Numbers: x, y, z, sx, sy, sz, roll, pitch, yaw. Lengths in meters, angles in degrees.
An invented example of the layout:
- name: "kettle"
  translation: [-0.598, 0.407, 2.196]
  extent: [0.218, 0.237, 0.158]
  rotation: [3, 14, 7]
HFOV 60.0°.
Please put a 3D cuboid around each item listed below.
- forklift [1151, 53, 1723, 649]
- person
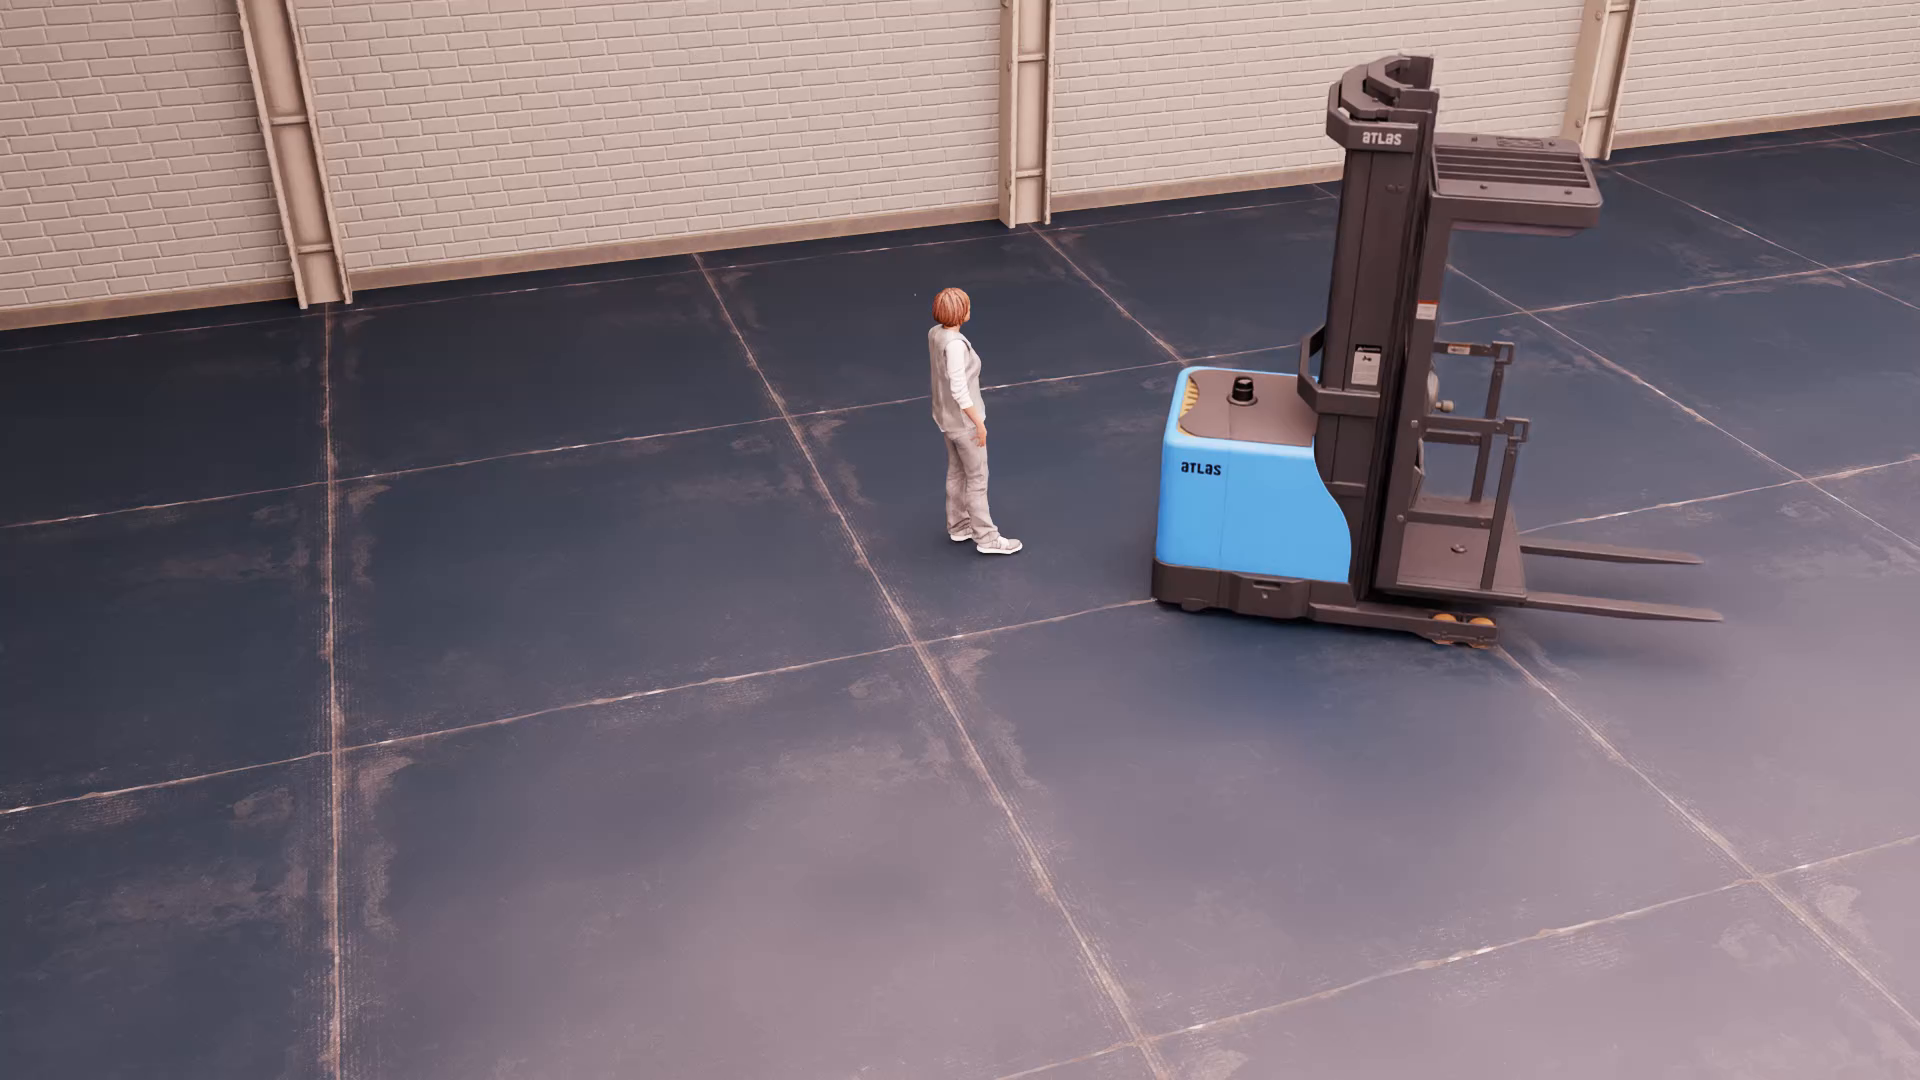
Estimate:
- name: "forklift"
  translation: [2.646, -0.971, 8.775]
  extent: [3.031, 2.935, 1.130]
  rotation: [6, 30, 10]
- name: "person"
  translation: [0.074, -0.704, 9.633]
  extent: [0.475, 1.596, 0.521]
  rotation: [-10, 31, -16]
